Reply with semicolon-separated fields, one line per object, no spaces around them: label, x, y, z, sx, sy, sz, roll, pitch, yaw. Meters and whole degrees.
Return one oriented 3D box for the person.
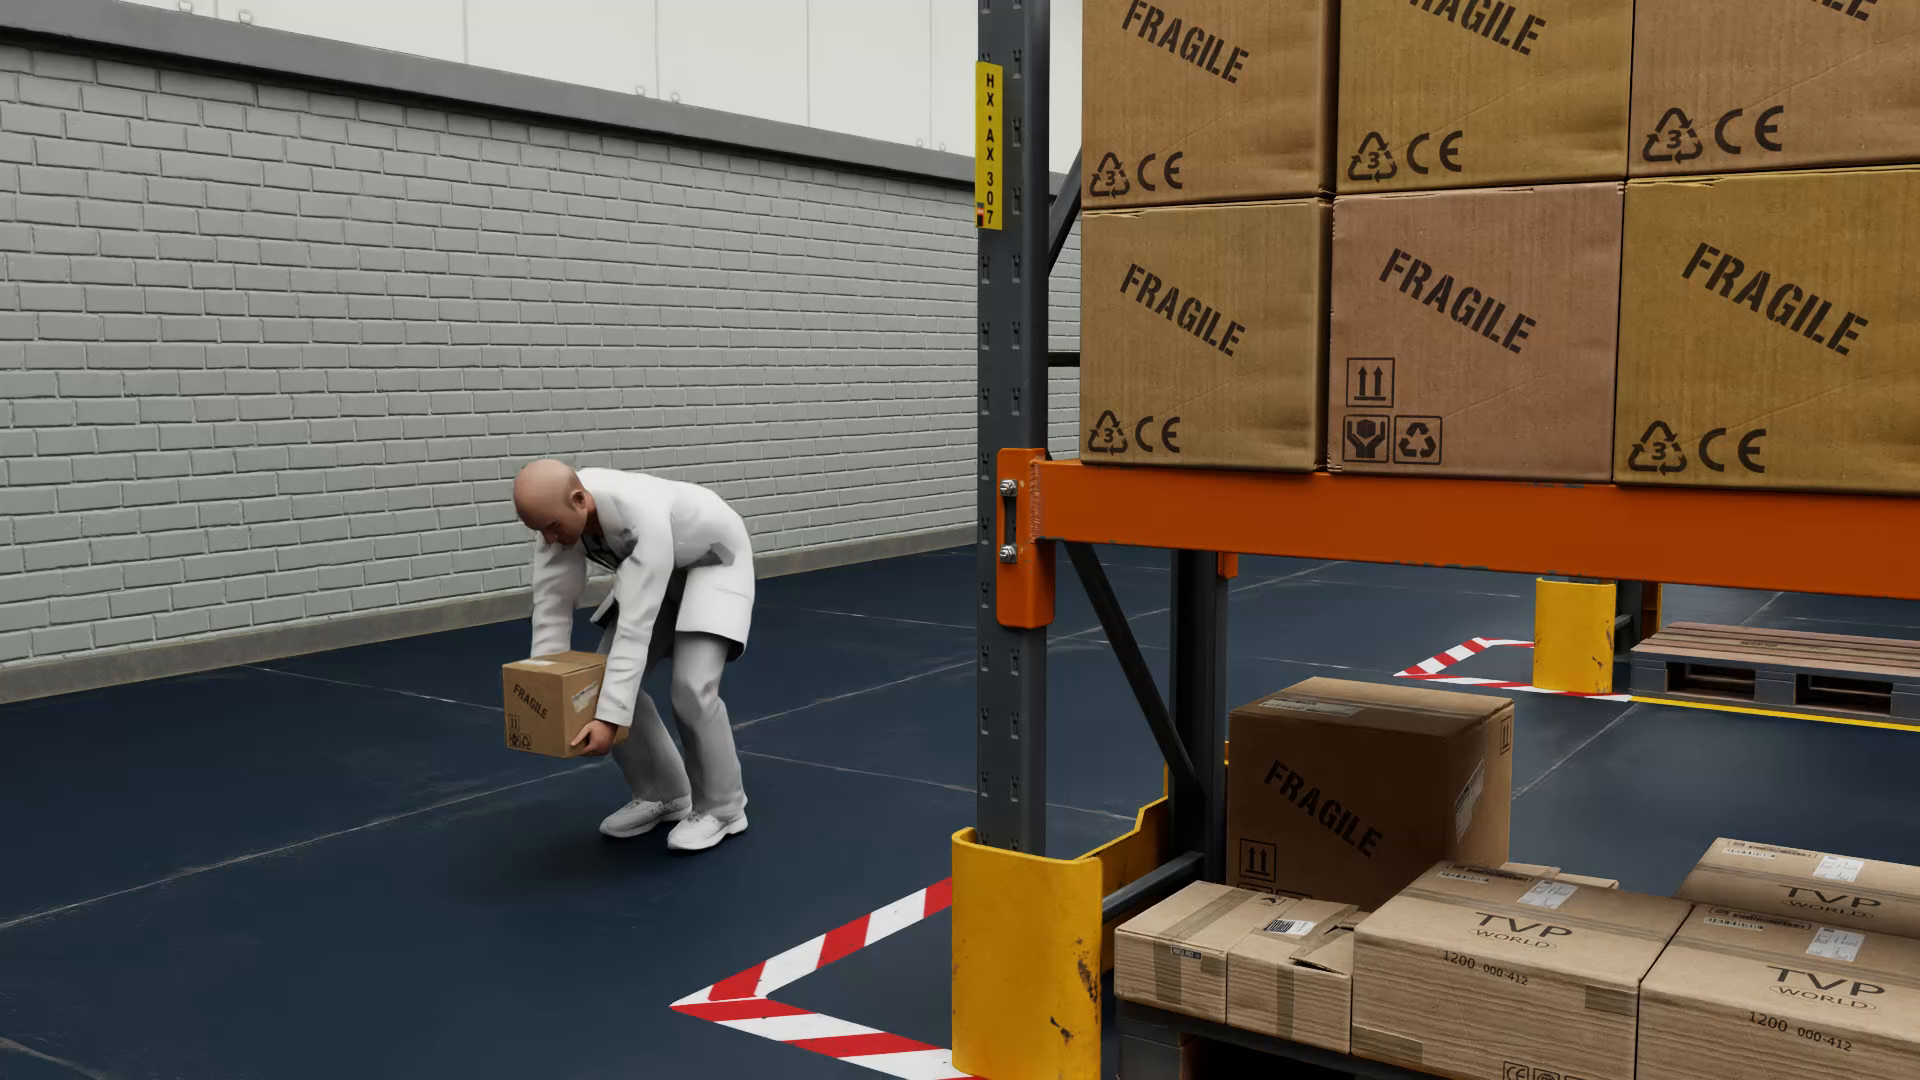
person;-0.992;0.209;5.098;0.555;1.510;0.805;4;7;32
